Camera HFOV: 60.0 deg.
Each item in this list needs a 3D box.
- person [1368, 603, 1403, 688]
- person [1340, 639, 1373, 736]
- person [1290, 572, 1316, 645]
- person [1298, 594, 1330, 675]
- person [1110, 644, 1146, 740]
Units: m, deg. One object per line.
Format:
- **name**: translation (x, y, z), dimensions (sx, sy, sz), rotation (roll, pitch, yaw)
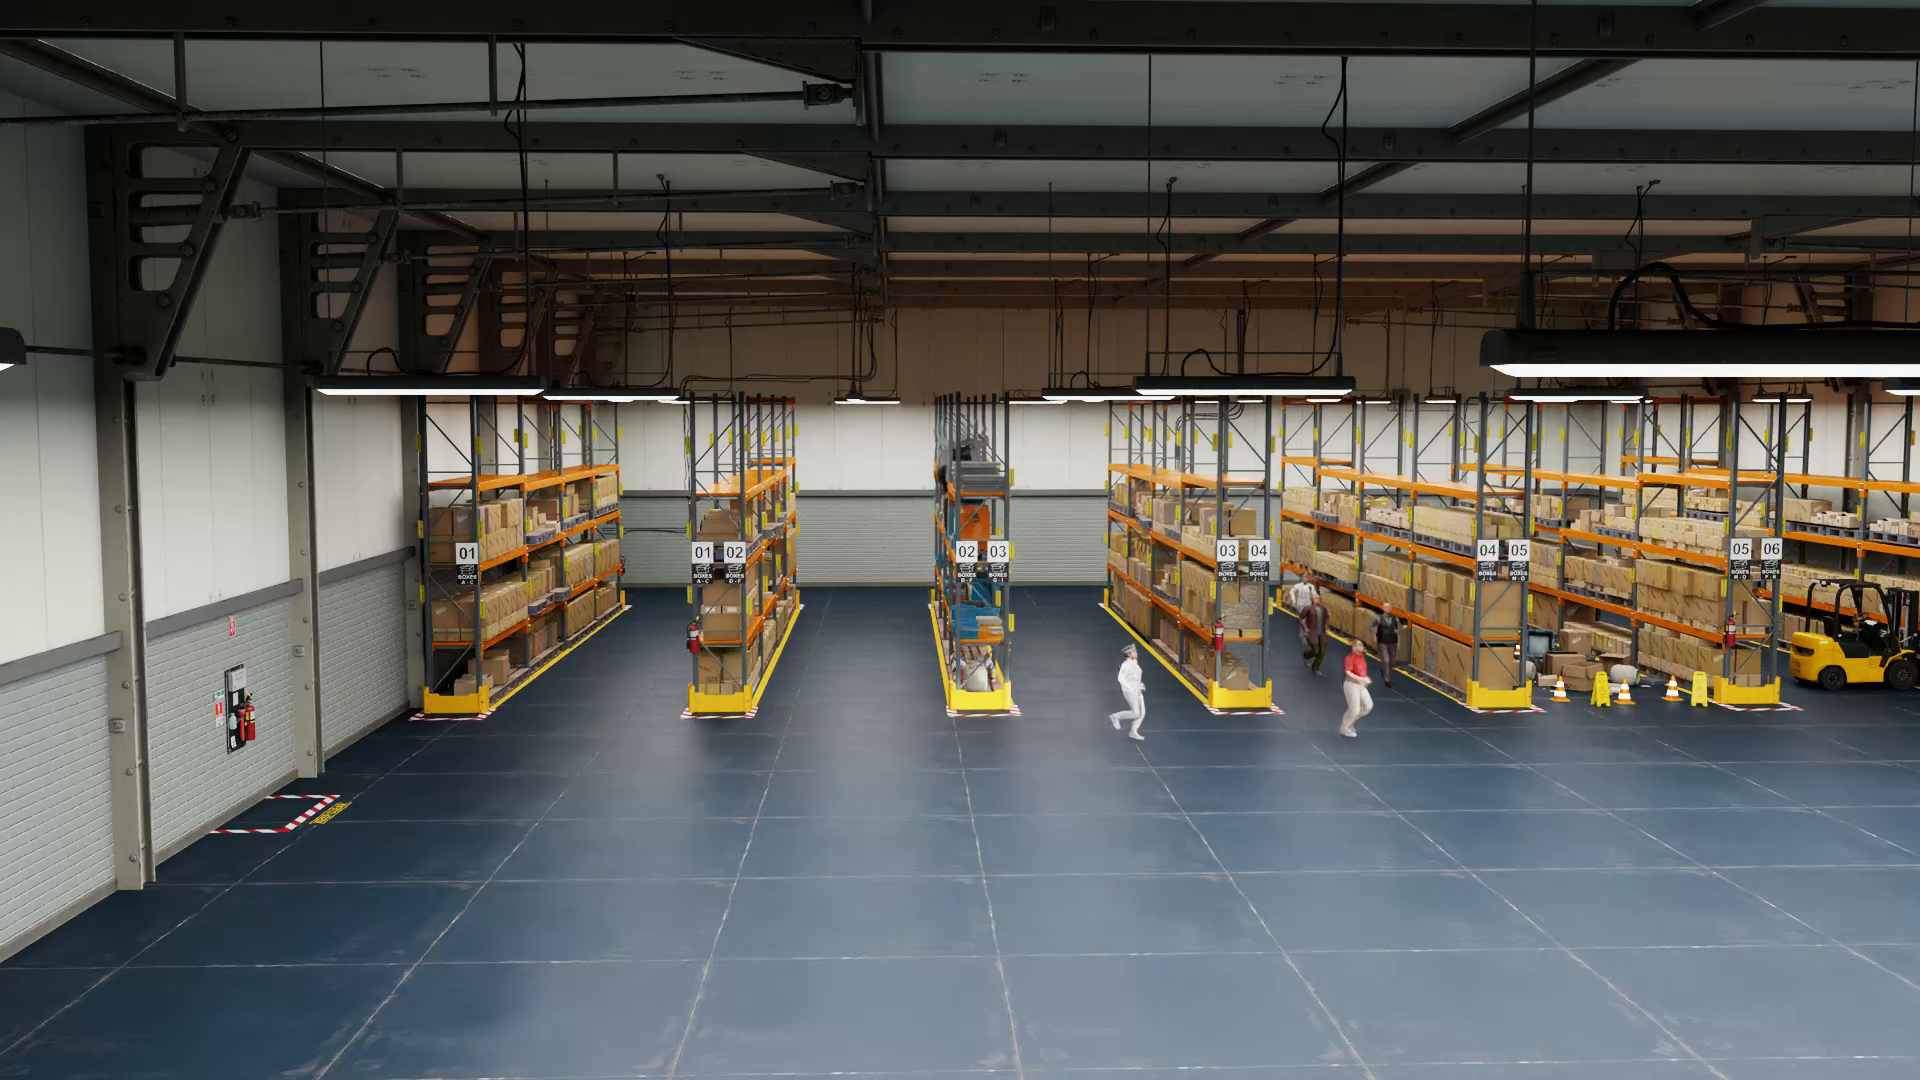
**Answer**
- **person**: translation (8.741, 2.134, 34.061), dimensions (0.666, 1.699, 0.900), rotation (-1, 5, -6)
- **person**: translation (6.925, 2.562, 28.888), dimensions (0.615, 1.692, 0.692), rotation (4, 6, 39)
- **person**: translation (8.362, 1.631, 40.365), dimensions (0.593, 1.727, 0.826), rotation (-1, 5, -6)
- **person**: translation (7.609, 2.012, 35.597), dimensions (0.709, 1.733, 0.638), rotation (-1, 5, -16)
- **person**: translation (2.921, 2.609, 28.737), dimensions (0.600, 1.662, 0.625), rotation (2, 5, 28)
